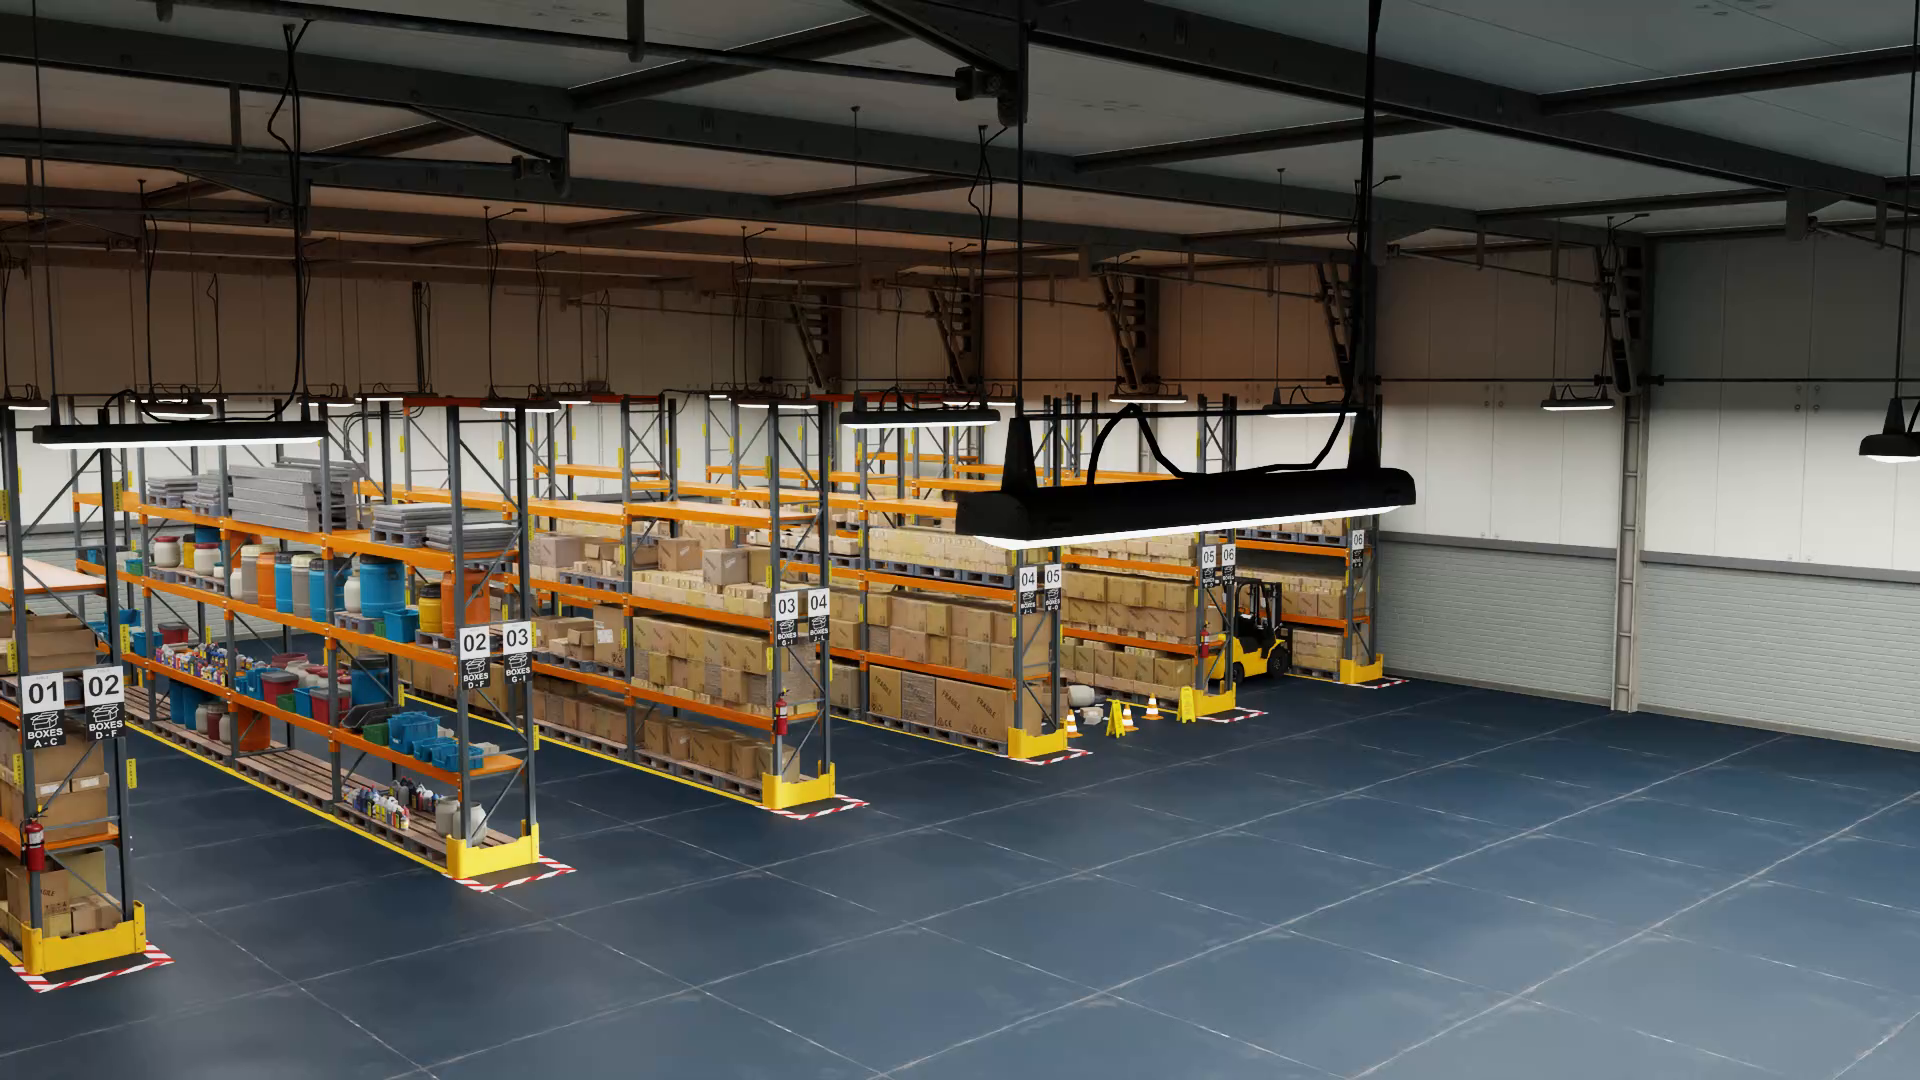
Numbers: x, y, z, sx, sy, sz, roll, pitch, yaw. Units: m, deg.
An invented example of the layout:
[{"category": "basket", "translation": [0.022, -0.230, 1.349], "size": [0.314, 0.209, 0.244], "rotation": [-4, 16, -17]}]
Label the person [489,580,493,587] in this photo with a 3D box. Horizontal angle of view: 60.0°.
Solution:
[{"category": "person", "translation": [-11.249, 1.652, 39.473], "size": [0.477, 1.720, 0.978], "rotation": [-2, 6, -20]}]
